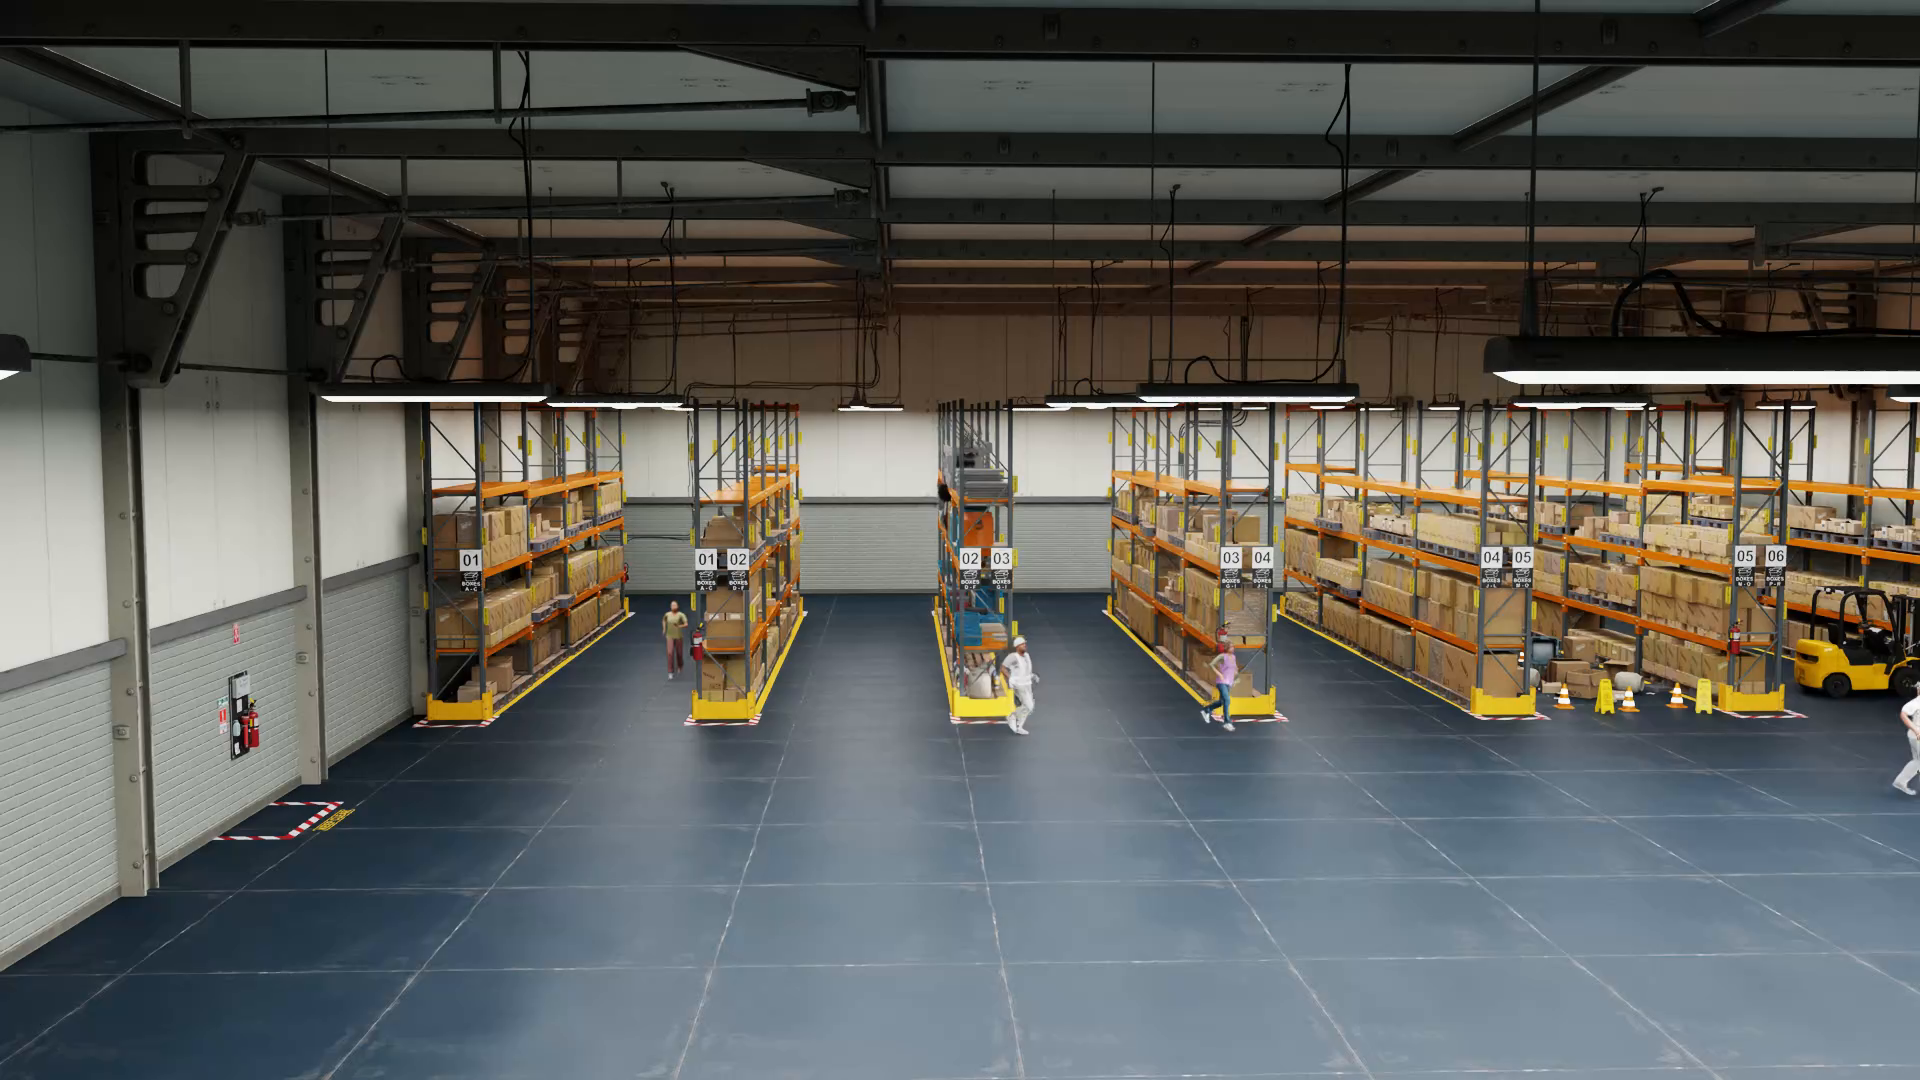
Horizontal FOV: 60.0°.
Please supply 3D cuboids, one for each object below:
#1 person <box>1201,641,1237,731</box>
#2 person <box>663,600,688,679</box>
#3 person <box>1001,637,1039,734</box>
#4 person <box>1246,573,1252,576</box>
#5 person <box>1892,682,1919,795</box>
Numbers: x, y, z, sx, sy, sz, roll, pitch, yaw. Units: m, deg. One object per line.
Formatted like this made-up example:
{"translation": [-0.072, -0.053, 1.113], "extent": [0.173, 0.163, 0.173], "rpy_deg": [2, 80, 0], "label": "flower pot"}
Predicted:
{"translation": [4.824, 2.641, 30.431], "extent": [0.568, 1.596, 0.813], "rpy_deg": [-4, 6, -42], "label": "person"}
{"translation": [-6.173, 2.129, 36.008], "extent": [0.573, 1.659, 0.964], "rpy_deg": [0, 4, -3], "label": "person"}
{"translation": [1.110, 2.607, 29.680], "extent": [0.541, 1.743, 0.686], "rpy_deg": [3, 5, 33], "label": "person"}
{"translation": [8.031, 1.335, 46.387], "extent": [0.706, 1.846, 0.818], "rpy_deg": [1, 4, 7], "label": "person"}
{"translation": [14.272, 2.970, 24.671], "extent": [0.724, 1.840, 0.662], "rpy_deg": [4, 6, 41], "label": "person"}
